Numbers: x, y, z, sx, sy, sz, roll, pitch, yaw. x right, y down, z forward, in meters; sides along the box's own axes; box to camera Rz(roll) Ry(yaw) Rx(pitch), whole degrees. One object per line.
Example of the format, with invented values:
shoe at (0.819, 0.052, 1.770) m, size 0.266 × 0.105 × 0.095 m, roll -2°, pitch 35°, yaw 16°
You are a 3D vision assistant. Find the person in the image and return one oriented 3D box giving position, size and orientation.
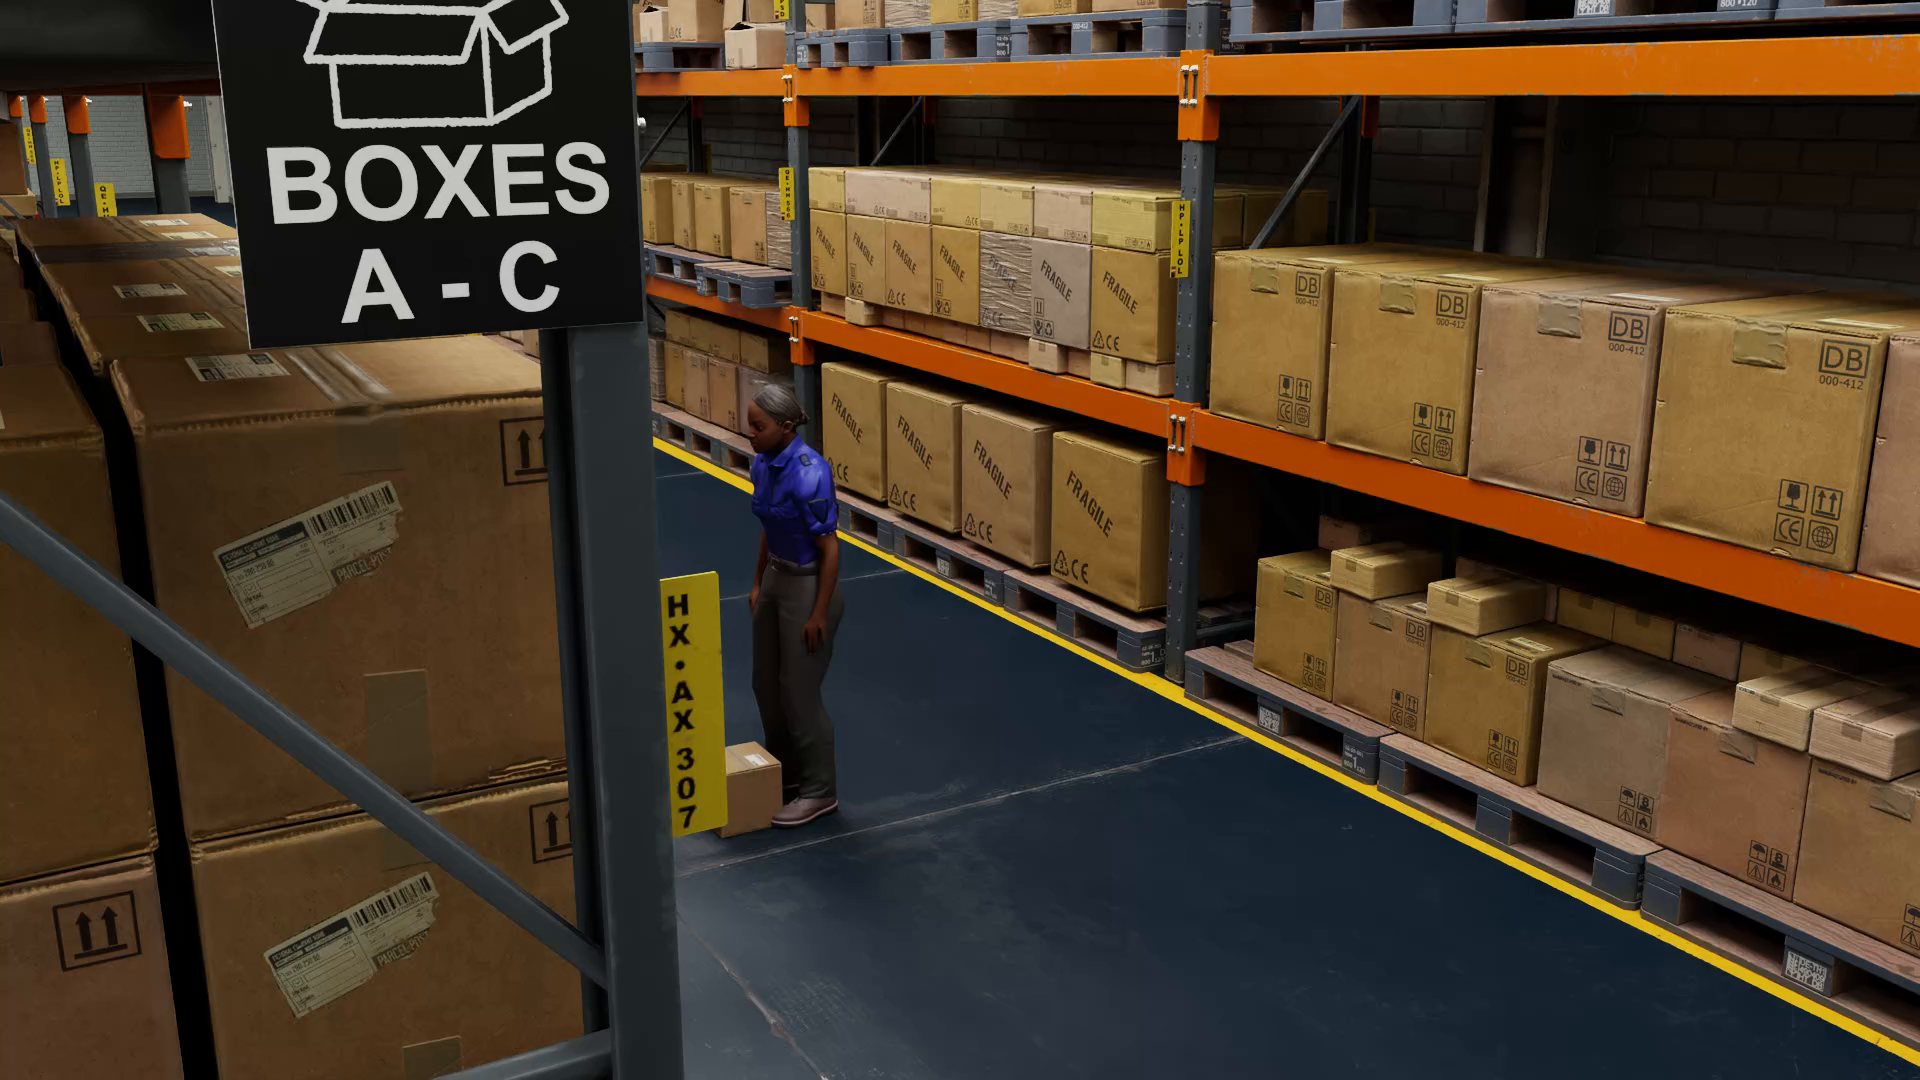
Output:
person at (-0.641, 0.223, 6.190) m, size 0.352 × 1.654 × 0.512 m, roll -9°, pitch 17°, yaw -30°
